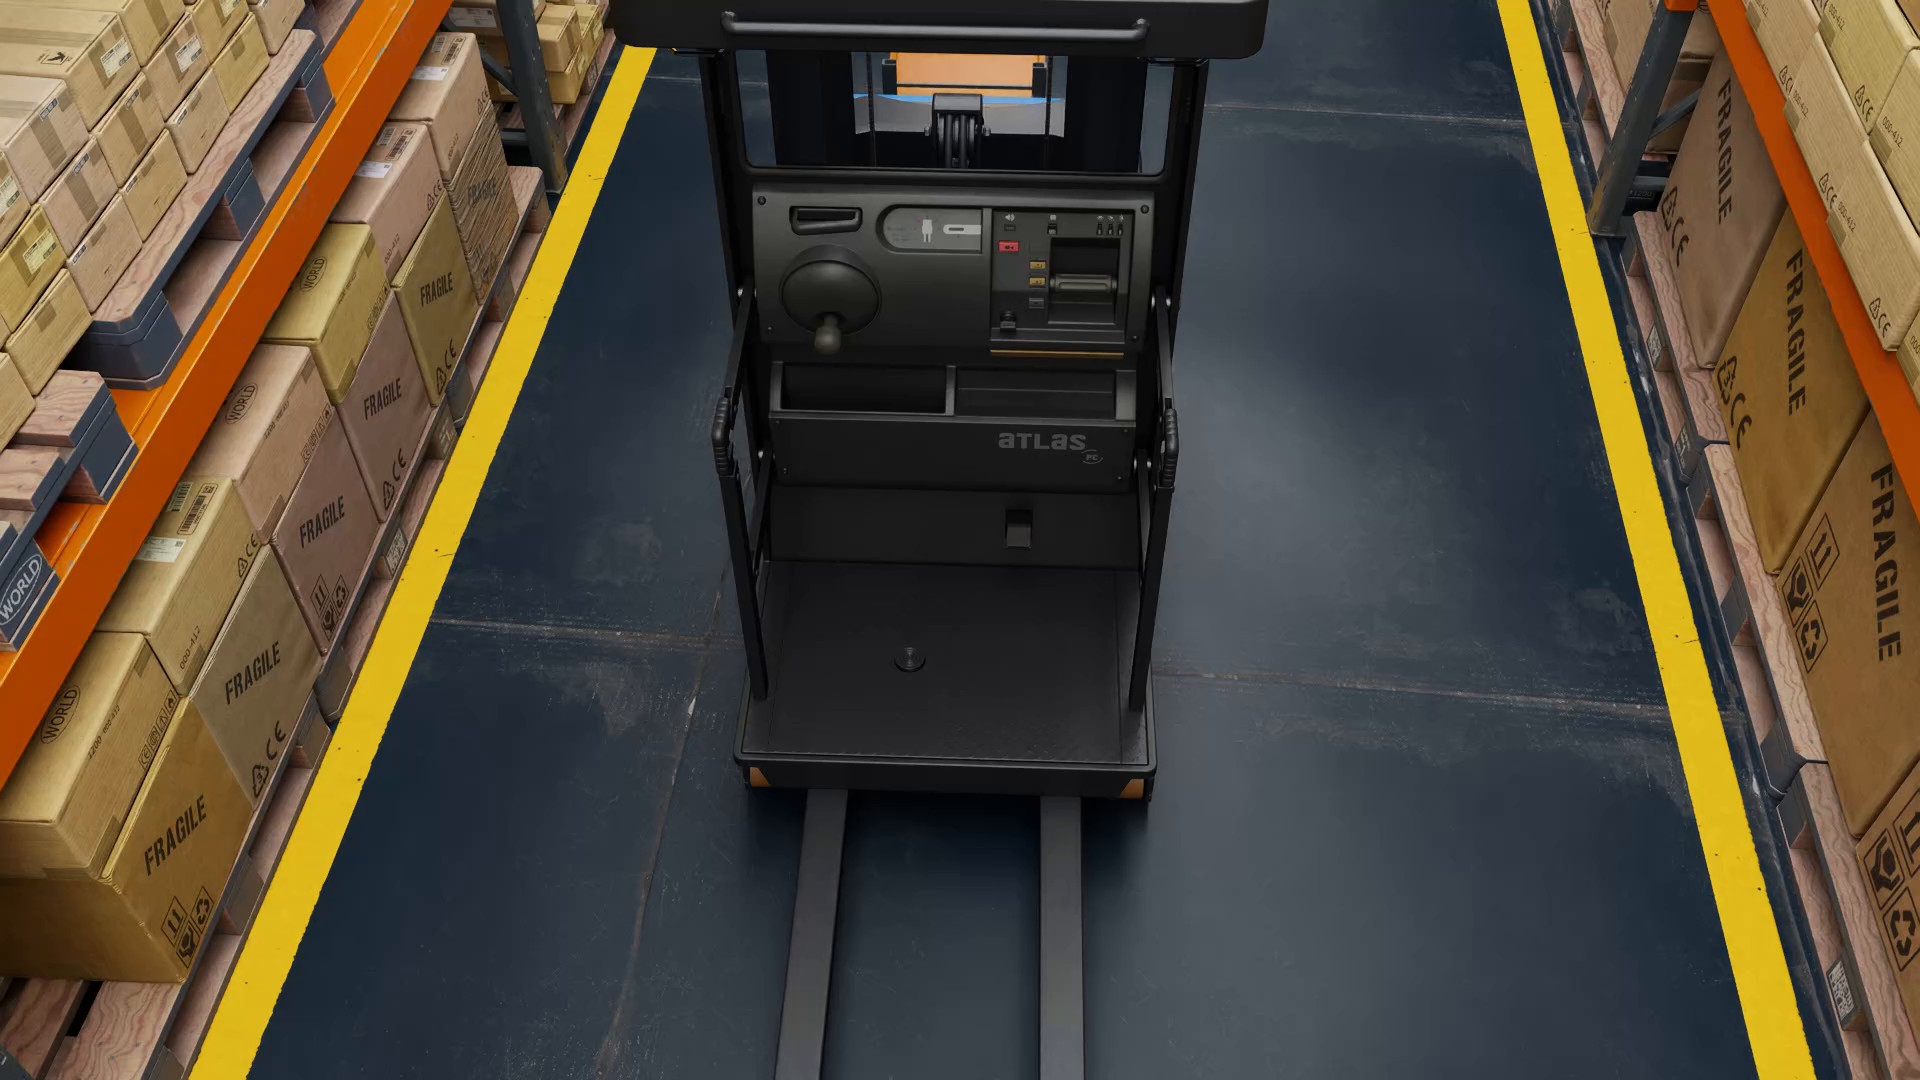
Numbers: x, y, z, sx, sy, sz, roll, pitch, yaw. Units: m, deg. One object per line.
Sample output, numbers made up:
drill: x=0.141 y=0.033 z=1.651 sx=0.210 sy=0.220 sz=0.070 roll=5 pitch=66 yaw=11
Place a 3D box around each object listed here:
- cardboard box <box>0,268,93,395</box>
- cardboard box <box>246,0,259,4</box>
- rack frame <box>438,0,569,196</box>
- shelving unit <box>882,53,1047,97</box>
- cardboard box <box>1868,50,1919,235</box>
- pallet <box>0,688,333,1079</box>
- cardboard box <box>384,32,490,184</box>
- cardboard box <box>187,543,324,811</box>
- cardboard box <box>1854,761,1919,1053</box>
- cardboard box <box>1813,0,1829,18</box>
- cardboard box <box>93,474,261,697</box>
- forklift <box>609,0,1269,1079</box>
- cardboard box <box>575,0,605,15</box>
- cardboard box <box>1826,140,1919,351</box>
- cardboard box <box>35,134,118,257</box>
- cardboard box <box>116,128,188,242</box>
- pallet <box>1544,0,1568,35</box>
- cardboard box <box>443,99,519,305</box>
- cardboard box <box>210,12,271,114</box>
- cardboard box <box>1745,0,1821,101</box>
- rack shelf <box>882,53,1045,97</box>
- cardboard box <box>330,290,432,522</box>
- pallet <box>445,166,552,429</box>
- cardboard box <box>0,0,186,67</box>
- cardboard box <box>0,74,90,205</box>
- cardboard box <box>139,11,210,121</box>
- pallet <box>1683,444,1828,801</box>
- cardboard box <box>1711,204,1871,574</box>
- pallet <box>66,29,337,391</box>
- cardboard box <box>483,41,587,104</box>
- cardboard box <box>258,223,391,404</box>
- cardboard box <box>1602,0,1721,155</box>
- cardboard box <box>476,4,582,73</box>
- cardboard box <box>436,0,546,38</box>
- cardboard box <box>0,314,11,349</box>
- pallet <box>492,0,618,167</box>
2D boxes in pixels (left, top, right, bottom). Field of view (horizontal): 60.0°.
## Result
cardboard box: x=-2.098 y=-0.457 z=3.521 sx=0.380 sy=0.149 sz=0.250 roll=6 pitch=48 yaw=5
cardboard box: x=-1.980 y=-1.514 z=4.286 sx=0.380 sy=0.149 sz=0.250 roll=2 pitch=48 yaw=2
rack frame: x=-2.047 y=-2.431 z=5.440 sx=1.000 sy=3.000 sz=0.127 roll=4 pitch=48 yaw=4
shelving unit: x=0.033 y=-1.447 z=5.811 sx=0.538 sy=1.125 sz=1.048 roll=2 pitch=48 yaw=2
cardboard box: x=2.435 y=-0.860 z=3.767 sx=0.500 sy=0.250 sz=0.500 roll=3 pitch=48 yaw=2
pallet: x=-2.338 y=0.876 z=4.306 sx=1.003 sy=0.211 sz=1.213 roll=4 pitch=48 yaw=4
cardboard box: x=-1.863 y=-1.418 z=5.415 sx=0.500 sy=0.250 sz=0.500 roll=3 pitch=48 yaw=2
cardboard box: x=-2.050 y=0.338 z=4.317 sx=0.500 sy=0.500 sz=0.500 roll=4 pitch=48 yaw=4
cardboard box: x=2.673 y=0.841 z=3.604 sx=0.875 sy=0.875 sz=0.875 roll=3 pitch=48 yaw=3
cardboard box: x=2.552 y=-1.601 z=4.444 sx=0.500 sy=0.250 sz=0.500 roll=5 pitch=48 yaw=4
cardboard box: x=-2.061 y=0.094 z=4.032 sx=0.500 sy=0.250 sz=0.500 roll=3 pitch=48 yaw=3
forklift: x=-0.023 y=-0.525 z=3.744 sx=1.130 sy=2.935 sz=3.031 roll=2 pitch=48 yaw=1
cardboard box: x=-1.698 y=-2.238 z=6.912 sx=0.380 sy=0.149 sz=0.250 roll=4 pitch=48 yaw=3
cardboard box: x=2.426 y=-0.693 z=3.953 sx=0.500 sy=0.250 sz=0.500 roll=3 pitch=48 yaw=3
cardboard box: x=-2.077 y=-0.755 z=3.592 sx=0.380 sy=0.149 sz=0.250 roll=4 pitch=48 yaw=4
cardboard box: x=-2.051 y=-0.838 z=3.869 sx=0.380 sy=0.149 sz=0.250 roll=4 pitch=48 yaw=4
pallet: x=3.148 y=-2.683 z=7.561 sx=1.003 sy=0.211 sz=1.213 roll=4 pitch=48 yaw=4
cardboard box: x=-1.863 y=-1.168 z=5.695 sx=0.500 sy=0.500 sz=0.500 roll=3 pitch=48 yaw=3
cardboard box: x=-2.001 y=-1.225 z=4.223 sx=0.380 sy=0.149 sz=0.250 roll=6 pitch=48 yaw=5
cardboard box: x=2.543 y=-1.436 z=4.632 sx=0.500 sy=0.250 sz=0.500 roll=3 pitch=48 yaw=3
rack shelf: x=0.033 y=-1.644 z=5.595 sx=0.538 sy=0.278 sz=1.000 roll=2 pitch=48 yaw=2
cardboard box: x=-1.961 y=-0.414 z=5.006 sx=0.500 sy=0.500 sz=0.500 roll=3 pitch=48 yaw=3
pallet: x=-2.116 y=-0.917 z=5.946 sx=1.003 sy=0.211 sz=1.213 roll=4 pitch=48 yaw=4
cardboard box: x=-2.031 y=-1.225 z=3.820 sx=0.380 sy=0.149 sz=0.250 roll=3 pitch=48 yaw=3
cardboard box: x=-2.080 y=-0.847 z=3.474 sx=0.380 sy=0.149 sz=0.250 roll=6 pitch=48 yaw=5
cardboard box: x=-2.031 y=-1.135 z=3.940 sx=0.380 sy=0.149 sz=0.250 roll=5 pitch=48 yaw=5
pallet: x=2.788 y=0.240 z=4.887 sx=1.003 sy=0.211 sz=1.213 roll=4 pitch=48 yaw=4
cardboard box: x=2.841 y=-0.472 z=4.804 sx=0.875 sy=0.875 sz=0.875 roll=5 pitch=48 yaw=5
pallet: x=-2.272 y=-0.884 z=4.156 sx=1.003 sy=0.211 sz=1.213 roll=4 pitch=48 yaw=4
cardboard box: x=-1.694 y=-1.856 z=6.562 sx=0.380 sy=0.149 sz=0.250 roll=2 pitch=48 yaw=2
cardboard box: x=-1.957 y=-0.651 z=4.714 sx=0.500 sy=0.250 sz=0.500 roll=2 pitch=48 yaw=2
cardboard box: x=3.056 y=-1.903 z=6.410 sx=0.875 sy=0.438 sz=0.875 roll=3 pitch=48 yaw=3
cardboard box: x=-1.695 y=-1.956 z=6.452 sx=0.380 sy=0.149 sz=0.250 roll=6 pitch=48 yaw=5
cardboard box: x=-1.809 y=-2.050 z=6.337 sx=0.380 sy=0.149 sz=0.250 roll=6 pitch=48 yaw=5
cardboard box: x=-2.123 y=-0.386 z=3.255 sx=0.380 sy=0.149 sz=0.250 roll=3 pitch=48 yaw=2
pallet: x=-2.021 y=-1.986 z=6.923 sx=1.003 sy=0.211 sz=1.213 roll=4 pitch=48 yaw=4
